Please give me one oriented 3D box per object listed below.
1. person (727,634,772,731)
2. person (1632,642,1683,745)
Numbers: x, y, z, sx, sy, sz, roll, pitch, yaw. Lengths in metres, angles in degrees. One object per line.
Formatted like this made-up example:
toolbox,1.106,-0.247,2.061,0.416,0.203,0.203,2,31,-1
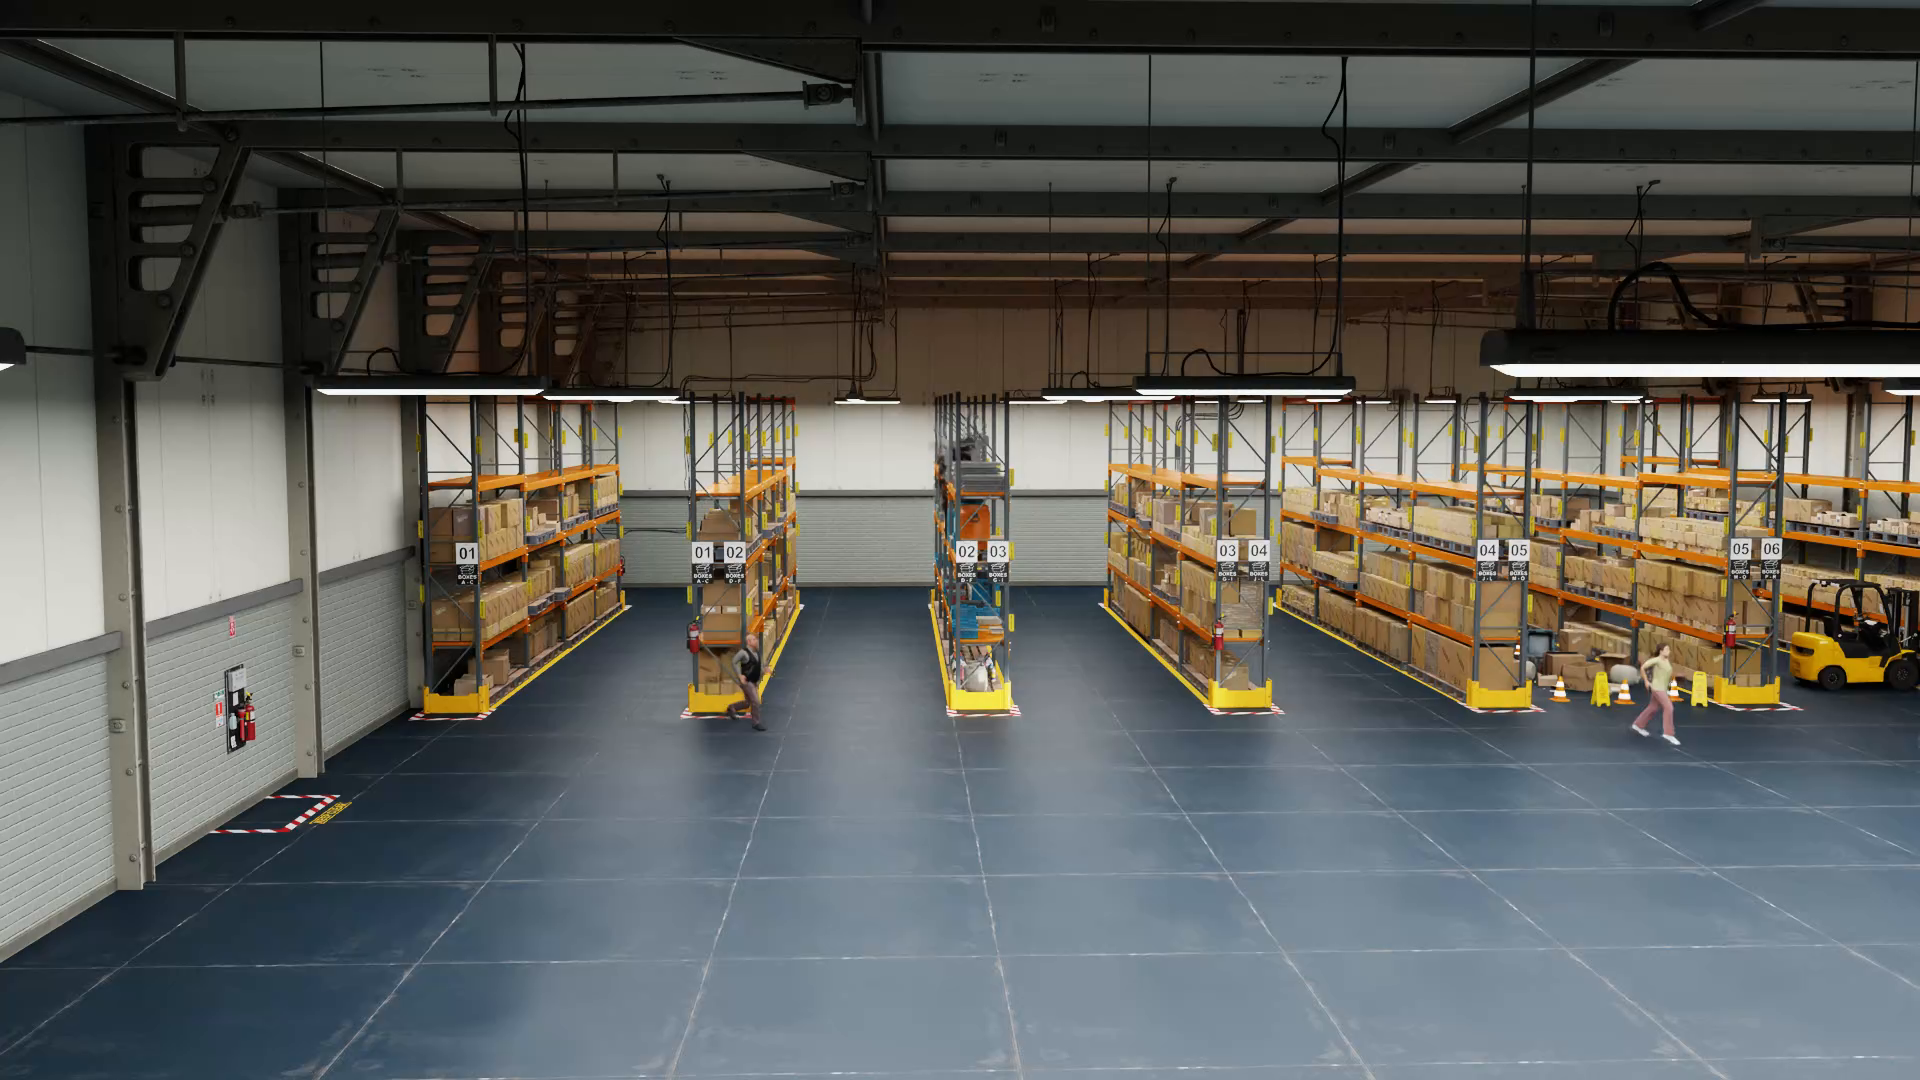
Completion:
person,-3.812,2.513,29.552,0.893,1.704,0.644,2,5,25
person,11.938,2.597,28.465,0.844,1.715,0.546,4,6,41
